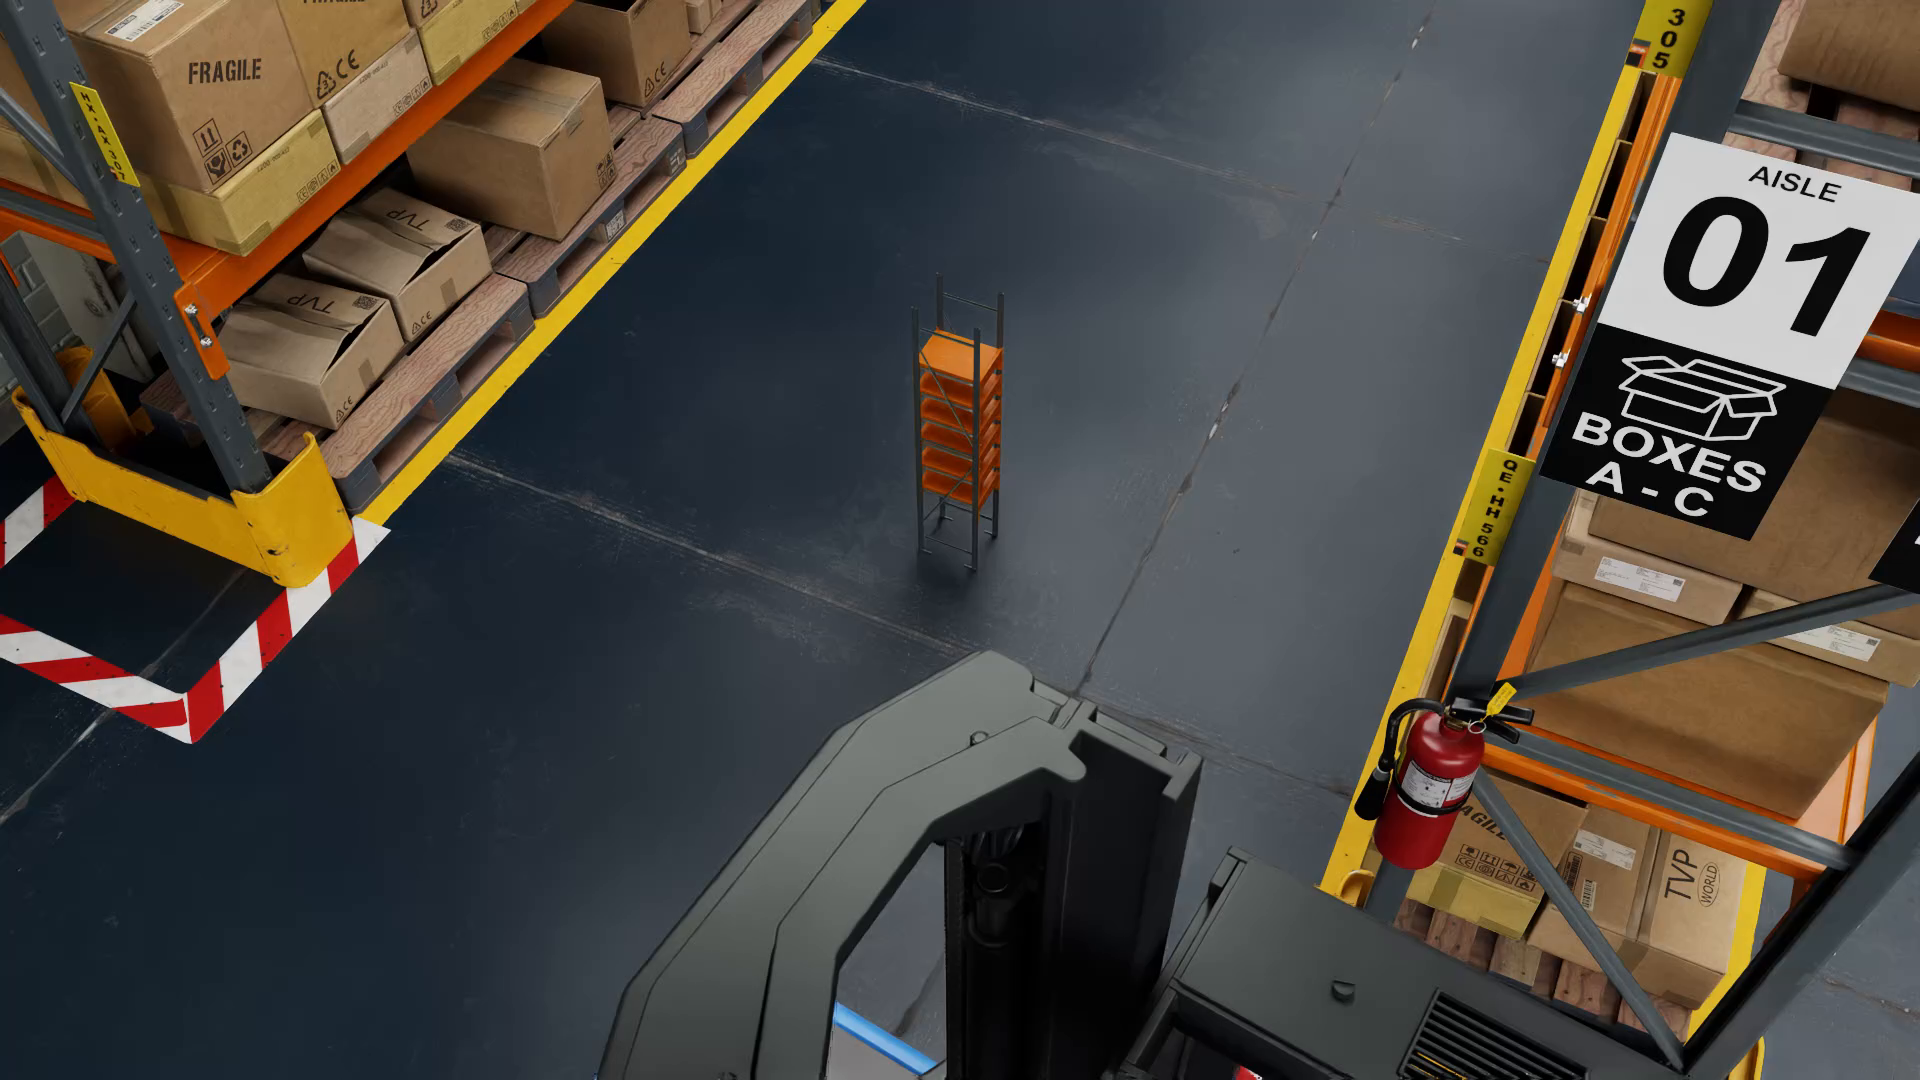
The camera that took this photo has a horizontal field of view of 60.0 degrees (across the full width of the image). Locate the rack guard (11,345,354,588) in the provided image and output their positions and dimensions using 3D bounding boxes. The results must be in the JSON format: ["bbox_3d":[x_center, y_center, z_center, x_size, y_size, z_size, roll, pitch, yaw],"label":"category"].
[{"bbox_3d":[-2.865,-0.276,6.157,1.175,0.500,0.348,20,52,16],"label":"rack guard"}]

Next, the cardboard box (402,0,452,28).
[{"bbox_3d":[-1.975,-2.156,5.708,0.500,0.500,0.500,18,52,15],"label":"cardboard box"}]

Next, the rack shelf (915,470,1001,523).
[{"bbox_3d":[-0.006,-0.195,6.001,0.258,0.103,0.180,20,52,16],"label":"rack shelf"}]

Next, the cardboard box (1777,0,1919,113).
[{"bbox_3d":[1.832,-1.006,2.731,0.797,0.503,0.637,23,53,18],"label":"cardboard box"}]

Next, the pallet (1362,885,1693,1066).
[{"bbox_3d":[1.872,0.939,5.312,1.003,0.211,1.213,20,52,16],"label":"pallet"}]

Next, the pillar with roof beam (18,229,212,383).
[{"bbox_3d":[0.512,-2.341,2.333,9.100,9.000,0.400,20,52,16],"label":"pillar with roof beam"}]

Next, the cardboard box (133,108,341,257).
[{"bbox_3d":[-2.402,-1.224,5.408,0.500,0.250,0.500,18,52,15],"label":"cardboard box"}]

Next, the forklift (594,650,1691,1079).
[{"bbox_3d":[0.398,1.608,2.957,3.031,2.935,1.130,26,54,20],"label":"forklift"}]

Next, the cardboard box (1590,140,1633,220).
[{"bbox_3d":[2.604,-1.103,6.256,0.500,0.500,0.500,20,52,16],"label":"cardboard box"}]

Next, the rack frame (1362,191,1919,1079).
[{"bbox_3d":[1.583,0.575,3.791,1.000,3.000,0.127,20,52,16],"label":"rack frame"}]

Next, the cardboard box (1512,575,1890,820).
[{"bbox_3d":[1.794,0.226,4.023,0.700,0.500,0.500,20,52,16],"label":"cardboard box"}]

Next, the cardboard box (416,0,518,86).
[{"bbox_3d":[-1.970,-1.935,6.013,0.500,0.250,0.500,19,52,16],"label":"cardboard box"}]

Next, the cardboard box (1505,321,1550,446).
[{"bbox_3d":[2.383,-0.518,6.251,0.500,0.250,0.500,20,52,16],"label":"cardboard box"}]

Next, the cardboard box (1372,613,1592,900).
[{"bbox_3d":[1.543,0.621,4.789,0.500,0.500,0.500,20,52,16],"label":"cardboard box"}]

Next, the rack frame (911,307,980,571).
[{"bbox_3d":[-0.045,-0.316,5.731,0.240,1.200,0.006,20,52,16],"label":"rack frame"}]

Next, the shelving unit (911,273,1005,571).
[{"bbox_3d":[-0.006,-0.379,5.785,0.258,1.200,0.189,20,52,16],"label":"shelving unit"}]

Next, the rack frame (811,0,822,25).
[{"bbox_3d":[-1.189,-3.788,7.504,1.000,3.000,0.127,20,52,16],"label":"rack frame"}]

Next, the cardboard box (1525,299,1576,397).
[{"bbox_3d":[2.172,-0.416,5.672,0.500,0.500,0.500,20,52,16],"label":"cardboard box"}]

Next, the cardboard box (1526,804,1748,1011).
[{"bbox_3d":[2.013,1.033,4.931,0.500,0.250,0.500,20,52,16],"label":"cardboard box"}]

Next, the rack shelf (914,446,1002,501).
[{"bbox_3d":[-0.006,-0.272,5.910,0.258,0.103,0.180,20,52,16],"label":"rack shelf"}]

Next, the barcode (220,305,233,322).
[{"bbox_3d":[-2.874,-0.898,6.515,0.001,0.075,0.075,20,52,16],"label":"barcode"}]

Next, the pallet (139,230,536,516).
[{"bbox_3d":[-2.486,-0.730,6.733,1.003,0.211,1.213,20,52,16],"label":"pallet"}]

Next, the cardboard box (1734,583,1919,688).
[{"bbox_3d":[1.945,0.133,3.676,0.380,0.149,0.250,19,52,16],"label":"cardboard box"}]

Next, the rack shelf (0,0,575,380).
[{"bbox_3d":[-2.043,-2.178,6.606,1.077,0.370,4.000,20,52,16],"label":"rack shelf"}]

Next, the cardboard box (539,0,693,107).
[{"bbox_3d":[-1.596,-2.393,7.669,0.500,0.500,0.500,16,52,13],"label":"cardboard box"}]

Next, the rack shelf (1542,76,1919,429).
[{"bbox_3d":[2.437,-1.541,4.094,1.077,0.370,4.000,20,52,16],"label":"rack shelf"}]

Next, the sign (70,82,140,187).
[{"bbox_3d":[-2.407,-1.138,4.680,0.100,0.325,0.005,20,52,16],"label":"sign"}]

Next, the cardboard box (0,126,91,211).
[{"bbox_3d":[-2.873,-1.377,5.537,0.500,0.250,0.500,20,53,17],"label":"cardboard box"}]

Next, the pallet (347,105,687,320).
[{"bbox_3d":[-1.963,-1.567,7.445,1.003,0.211,1.213,20,52,16],"label":"pallet"}]

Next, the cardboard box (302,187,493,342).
[{"bbox_3d":[-2.277,-1.145,6.731,0.500,0.311,0.500,24,54,19],"label":"cardboard box"}]

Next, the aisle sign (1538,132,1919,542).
[{"bbox_3d":[1.289,-0.317,2.844,0.394,0.787,0.004,20,52,16],"label":"aisle sign"}]

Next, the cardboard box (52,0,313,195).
[{"bbox_3d":[-2.422,-1.466,5.121,0.500,0.500,0.500,20,52,16],"label":"cardboard box"}]

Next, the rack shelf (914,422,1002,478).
[{"bbox_3d":[-0.006,-0.350,5.818,0.258,0.103,0.180,20,52,16],"label":"rack shelf"}]

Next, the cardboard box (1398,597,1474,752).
[{"bbox_3d":[1.748,0.517,5.370,0.500,0.250,0.500,20,52,16],"label":"cardboard box"}]
